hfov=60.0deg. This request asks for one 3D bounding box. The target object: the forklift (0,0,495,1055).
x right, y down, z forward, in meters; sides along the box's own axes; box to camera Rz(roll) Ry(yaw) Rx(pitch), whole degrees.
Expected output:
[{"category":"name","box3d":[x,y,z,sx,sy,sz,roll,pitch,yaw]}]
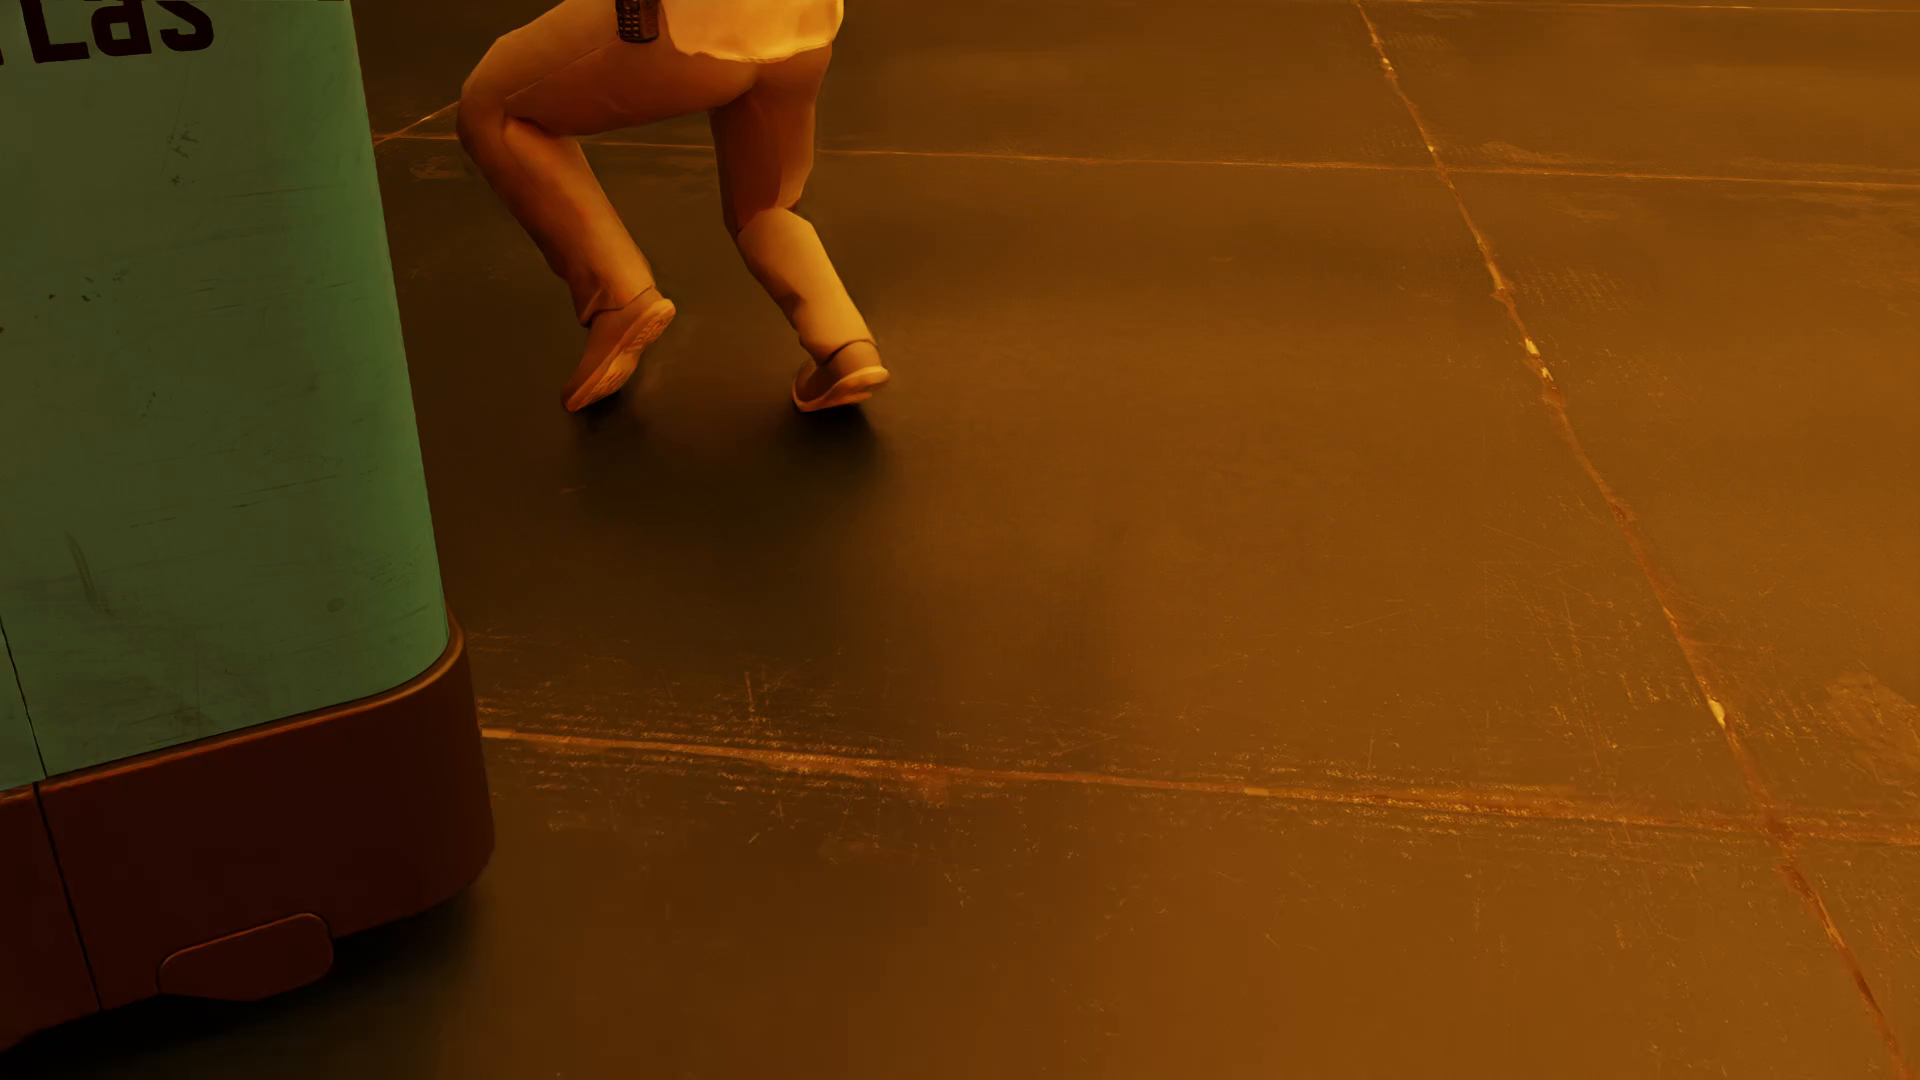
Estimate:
[{"category":"forklift","box3d":[-2.016,-0.780,0.779,3.031,2.935,1.130,-14,30,-26]}]

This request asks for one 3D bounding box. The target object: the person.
[{"category":"person","box3d":[-0.556,-0.844,2.500,0.823,1.567,1.017,19,32,34]}]
